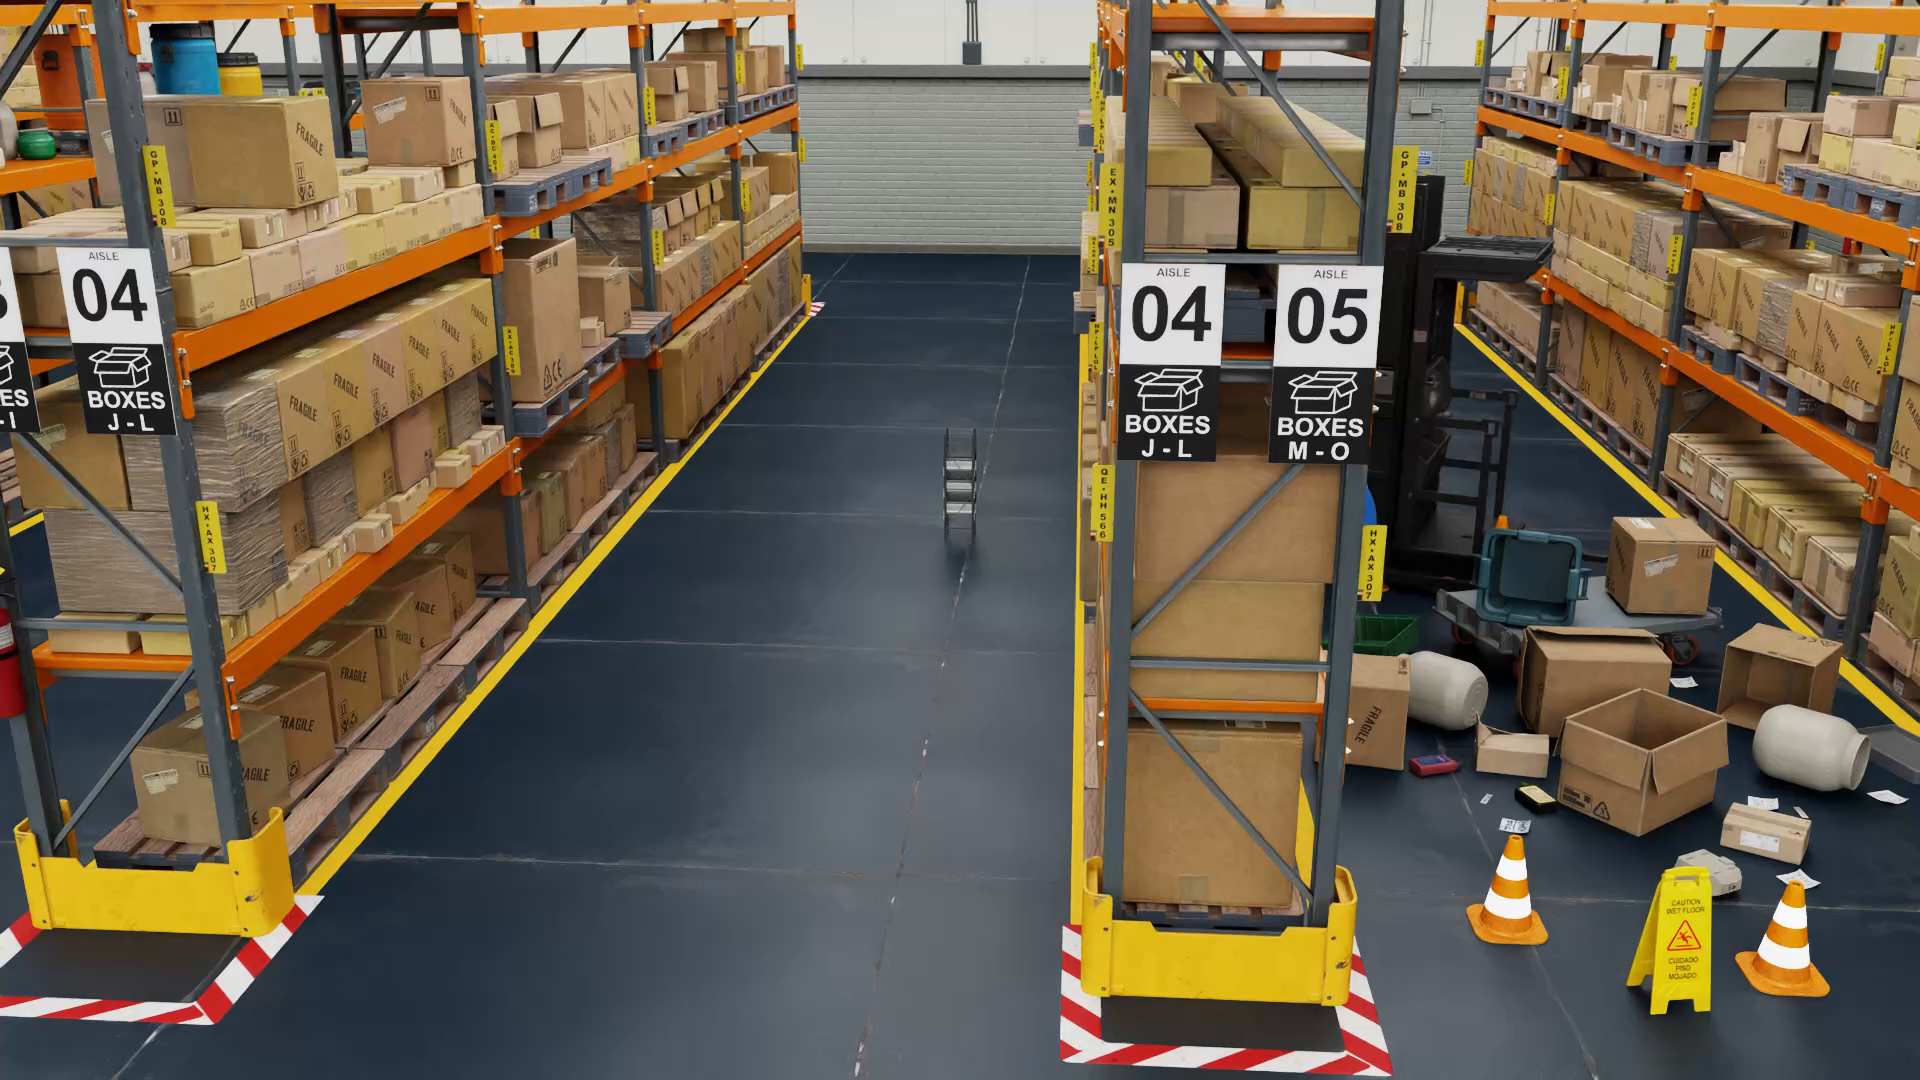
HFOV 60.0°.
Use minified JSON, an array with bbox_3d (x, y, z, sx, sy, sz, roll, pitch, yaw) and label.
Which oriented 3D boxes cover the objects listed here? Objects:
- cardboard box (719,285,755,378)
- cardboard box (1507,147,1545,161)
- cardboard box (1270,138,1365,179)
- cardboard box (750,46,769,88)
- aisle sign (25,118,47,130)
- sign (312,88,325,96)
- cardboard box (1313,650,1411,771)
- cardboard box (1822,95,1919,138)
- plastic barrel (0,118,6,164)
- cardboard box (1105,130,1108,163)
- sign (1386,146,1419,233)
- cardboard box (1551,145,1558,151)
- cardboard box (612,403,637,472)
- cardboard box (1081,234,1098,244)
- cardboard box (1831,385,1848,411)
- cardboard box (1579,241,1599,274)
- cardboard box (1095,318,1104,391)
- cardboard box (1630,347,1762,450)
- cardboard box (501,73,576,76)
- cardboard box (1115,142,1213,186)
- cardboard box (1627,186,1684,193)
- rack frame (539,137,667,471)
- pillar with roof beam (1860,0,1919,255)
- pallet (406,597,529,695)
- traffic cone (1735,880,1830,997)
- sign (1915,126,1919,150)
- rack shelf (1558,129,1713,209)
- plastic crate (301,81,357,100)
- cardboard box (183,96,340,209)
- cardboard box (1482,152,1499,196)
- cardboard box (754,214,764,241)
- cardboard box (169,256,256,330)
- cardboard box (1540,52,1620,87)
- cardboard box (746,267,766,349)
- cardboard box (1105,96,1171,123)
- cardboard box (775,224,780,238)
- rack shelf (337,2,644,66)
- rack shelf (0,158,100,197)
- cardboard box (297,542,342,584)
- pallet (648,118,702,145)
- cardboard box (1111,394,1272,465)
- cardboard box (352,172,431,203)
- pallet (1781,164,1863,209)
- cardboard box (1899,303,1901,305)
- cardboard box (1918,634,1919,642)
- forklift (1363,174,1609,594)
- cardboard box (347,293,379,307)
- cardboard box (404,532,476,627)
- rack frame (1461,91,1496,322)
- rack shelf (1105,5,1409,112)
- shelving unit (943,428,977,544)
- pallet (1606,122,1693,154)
[{"bbox_3d":[-2.976,-2.330,18.454,1.225,0.875,0.875,1,18,4],"label":"cardboard box"},{"bbox_3d":[6.766,-4.607,19.856,0.380,0.149,0.250,1,18,3],"label":"cardboard box"},{"bbox_3d":[1.490,-1.577,6.888,0.380,0.149,0.250,1,18,4],"label":"cardboard box"},{"bbox_3d":[-2.808,-5.967,21.003,0.700,0.500,0.500,1,18,2],"label":"cardboard box"},{"bbox_3d":[-12.832,-6.067,22.947,0.394,0.787,0.004,1,18,4],"label":"aisle sign"},{"bbox_3d":[-4.077,-2.724,10.640,0.100,0.325,0.005,1,18,4],"label":"sign"},{"bbox_3d":[2.329,0.979,9.628,0.500,0.500,0.500,4,19,13],"label":"cardboard box"},{"bbox_3d":[6.326,-2.925,11.479,0.500,0.250,0.500,2,18,5],"label":"cardboard box"},{"bbox_3d":[-8.452,-3.621,14.034,0.600,0.901,0.600,0,18,0],"label":"plastic barrel"},{"bbox_3d":[1.067,-2.153,9.287,0.500,0.250,0.500,1,18,3],"label":"cardboard box"},{"bbox_3d":[1.683,-1.334,6.330,0.100,0.325,0.005,1,18,4],"label":"sign"},{"bbox_3d":[7.358,-4.678,20.074,0.380,0.149,0.250,2,18,5],"label":"cardboard box"},{"bbox_3d":[-3.265,-0.910,14.690,0.700,0.500,0.500,0,18,1],"label":"cardboard box"},{"bbox_3d":[1.376,-2.882,16.174,0.380,0.149,0.250,2,18,7],"label":"cardboard box"},{"bbox_3d":[6.159,-0.961,11.268,0.380,0.149,0.250,1,18,2],"label":"cardboard box"},{"bbox_3d":[6.549,-2.835,16.697,0.500,0.250,0.500,2,18,5],"label":"cardboard box"},{"bbox_3d":[1.293,-1.400,12.717,0.500,0.500,0.500,1,18,3],"label":"cardboard box"},{"bbox_3d":[6.780,-1.278,15.245,0.875,0.875,0.875,1,18,3],"label":"cardboard box"},{"bbox_3d":[-3.527,-3.667,14.017,0.500,0.500,0.500,1,18,4],"label":"cardboard box"},{"bbox_3d":[0.815,-1.515,6.698,0.380,0.149,0.250,1,18,4],"label":"cardboard box"},{"bbox_3d":[7.123,-3.336,17.019,0.500,0.500,0.500,2,18,5],"label":"cardboard box"},{"bbox_3d":[-3.237,-2.097,15.006,1.000,3.000,0.127,1,18,4],"label":"rack frame"},{"bbox_3d":[8.971,-8.015,23.432,9.100,9.000,0.400,1,18,4],"label":"pillar with roof beam"},{"bbox_3d":[-3.537,0.680,11.009,1.003,0.211,1.213,1,18,4],"label":"pallet"},{"bbox_3d":[3.687,1.733,7.391,0.336,0.463,0.334,1,18,4],"label":"traffic cone"},{"bbox_3d":[5.807,-2.503,9.965,0.100,0.325,0.005,1,18,4],"label":"sign"},{"bbox_3d":[6.791,-3.581,15.871,1.077,0.370,4.000,1,18,4],"label":"rack shelf"},{"bbox_3d":[-7.987,-5.620,21.039,0.504,0.338,0.767,1,18,4],"label":"plastic crate"},{"bbox_3d":[-3.435,-1.919,8.205,0.500,0.500,0.500,1,18,4],"label":"cardboard box"},{"bbox_3d":[6.873,-4.580,20.816,0.500,0.500,0.500,1,18,2],"label":"cardboard box"},{"bbox_3d":[-2.615,-3.704,19.672,0.500,0.250,0.500,1,18,4],"label":"cardboard box"},{"bbox_3d":[-3.518,-1.110,7.418,0.500,0.250,0.500,2,18,6],"label":"cardboard box"},{"bbox_3d":[6.999,-5.259,18.838,0.797,0.503,0.637,3,18,8],"label":"cardboard box"},{"bbox_3d":[-2.823,-2.732,19.682,0.875,0.875,0.875,1,18,4],"label":"cardboard box"},{"bbox_3d":[1.051,-2.539,9.826,0.380,0.149,0.250,1,18,4],"label":"cardboard box"},{"bbox_3d":[-2.470,-3.870,20.819,0.380,0.149,0.250,2,18,5],"label":"cardboard box"},{"bbox_3d":[-3.380,-3.795,12.350,1.077,0.370,4.000,1,18,4],"label":"rack shelf"},{"bbox_3d":[-8.320,-2.670,13.092,1.077,0.370,4.000,1,18,4],"label":"rack shelf"},{"bbox_3d":[-3.460,0.114,8.662,0.380,0.149,0.250,1,18,4],"label":"cardboard box"},{"bbox_3d":[-3.166,-3.981,16.242,1.003,0.211,1.213,2,18,6],"label":"pallet"},{"bbox_3d":[1.142,-0.342,7.674,0.875,0.550,0.550,1,18,4],"label":"cardboard box"},{"bbox_3d":[-3.295,-2.044,9.626,0.380,0.149,0.250,1,18,2],"label":"cardboard box"},{"bbox_3d":[6.583,-2.481,11.662,1.213,0.211,1.003,1,18,4],"label":"pallet"},{"bbox_3d":[6.716,-1.317,11.311,0.500,0.500,0.500,1,18,4],"label":"cardboard box"},{"bbox_3d":[6.023,0.461,9.736,0.500,0.500,0.500,2,18,6],"label":"cardboard box"},{"bbox_3d":[3.685,-1.122,12.141,3.031,2.935,1.130,8,20,24],"label":"forklift"},{"bbox_3d":[-3.844,-1.229,10.113,0.500,0.500,0.500,1,18,4],"label":"cardboard box"},{"bbox_3d":[-3.592,0.257,11.162,0.500,0.500,0.500,1,18,2],"label":"cardboard box"},{"bbox_3d":[7.221,-4.360,21.913,1.000,3.000,0.127,1,18,4],"label":"rack frame"},{"bbox_3d":[1.273,-2.410,8.125,1.077,0.370,4.000,1,18,4],"label":"rack shelf"},{"bbox_3d":[0.001,-0.430,13.291,0.258,0.900,0.210,1,18,4],"label":"shelving unit"},{"bbox_3d":[6.718,-3.760,15.567,1.003,0.211,1.213,2,18,6],"label":"pallet"}]
